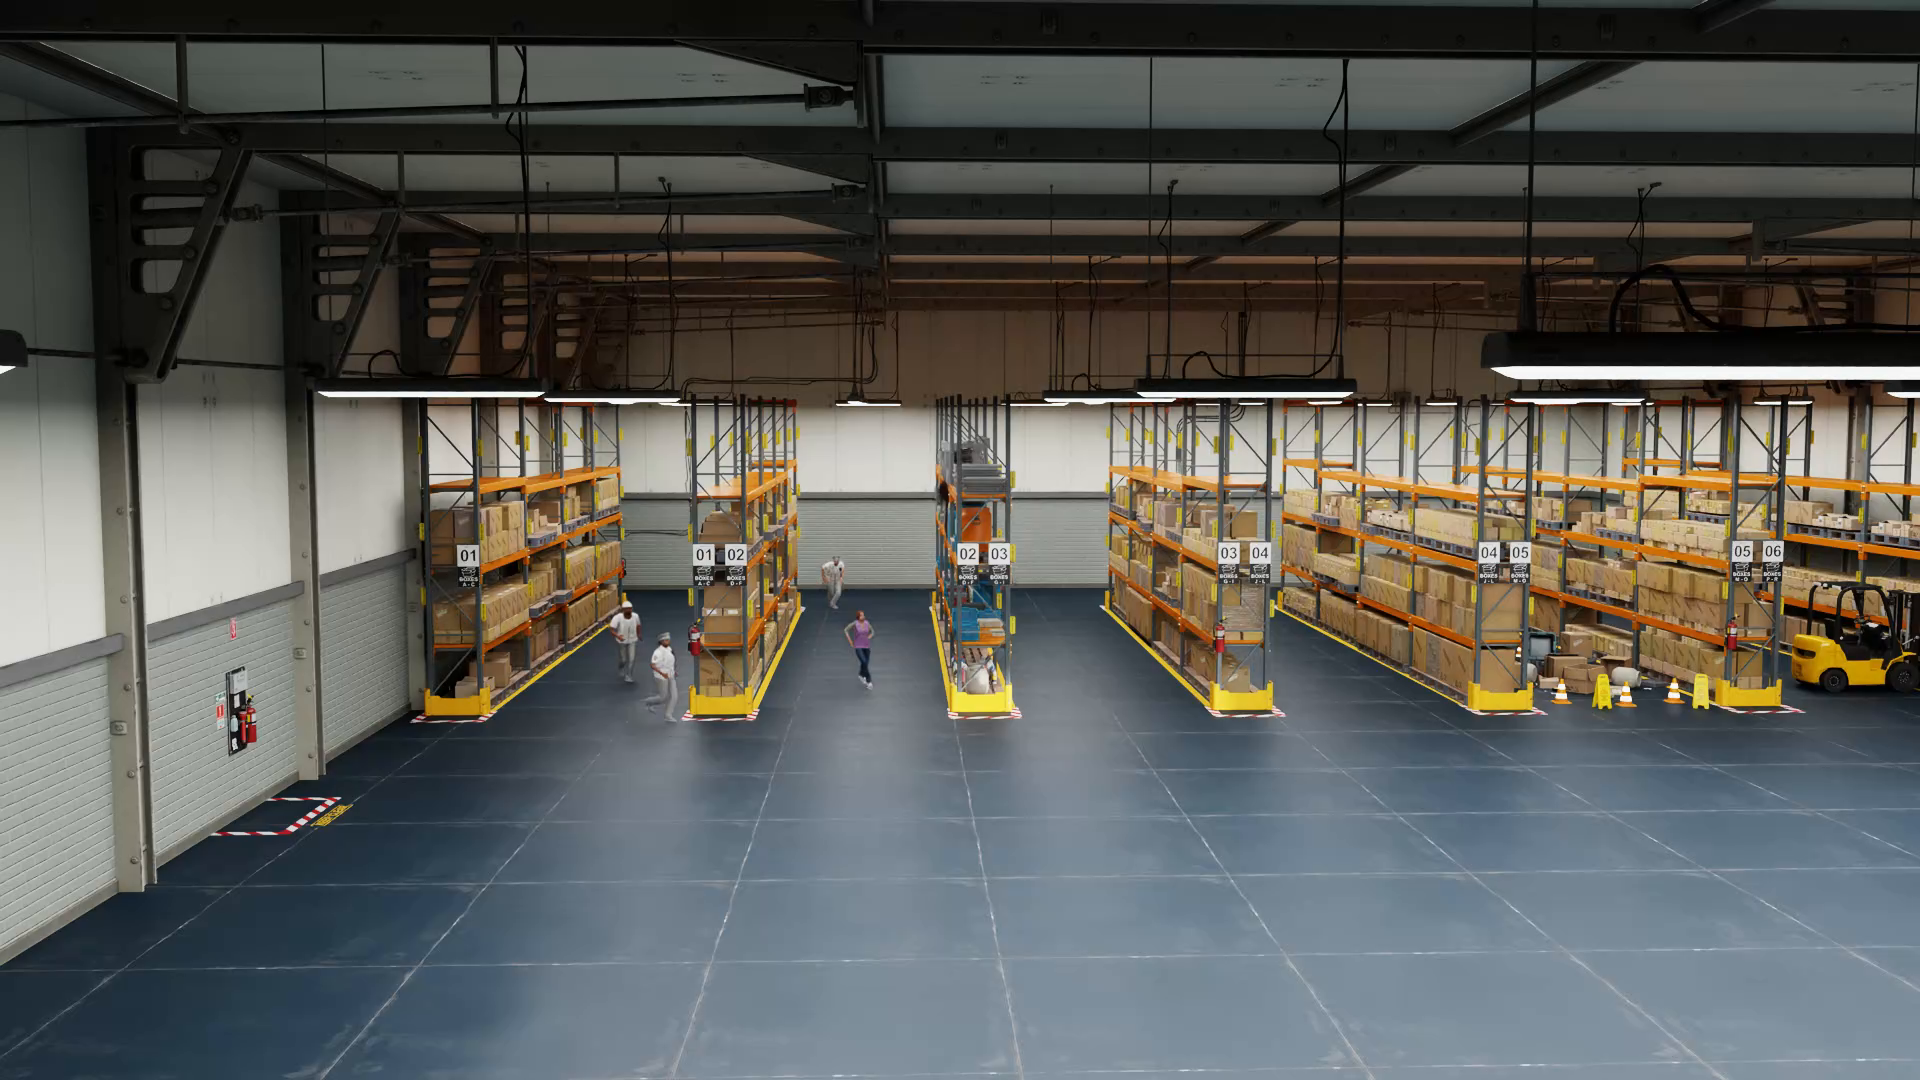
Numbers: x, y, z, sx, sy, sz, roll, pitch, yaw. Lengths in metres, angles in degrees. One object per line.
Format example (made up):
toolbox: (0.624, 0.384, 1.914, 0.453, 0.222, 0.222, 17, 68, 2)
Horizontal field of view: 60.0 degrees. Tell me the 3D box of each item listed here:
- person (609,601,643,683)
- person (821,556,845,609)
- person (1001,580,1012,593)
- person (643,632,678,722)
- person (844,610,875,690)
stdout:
person: (-7.034, 2.127, 34.969, 0.697, 1.714, 0.767, -2, 5, -24)
person: (-3.663, 1.200, 47.780, 0.676, 1.564, 0.892, -2, 5, -20)
person: (1.339, 0.984, 50.034, 0.508, 1.612, 0.639, 3, 5, 35)
person: (-5.475, 2.510, 30.518, 0.723, 1.658, 0.587, 3, 5, 32)
person: (-2.041, 2.236, 34.163, 0.607, 1.610, 0.781, -2, 5, -25)
